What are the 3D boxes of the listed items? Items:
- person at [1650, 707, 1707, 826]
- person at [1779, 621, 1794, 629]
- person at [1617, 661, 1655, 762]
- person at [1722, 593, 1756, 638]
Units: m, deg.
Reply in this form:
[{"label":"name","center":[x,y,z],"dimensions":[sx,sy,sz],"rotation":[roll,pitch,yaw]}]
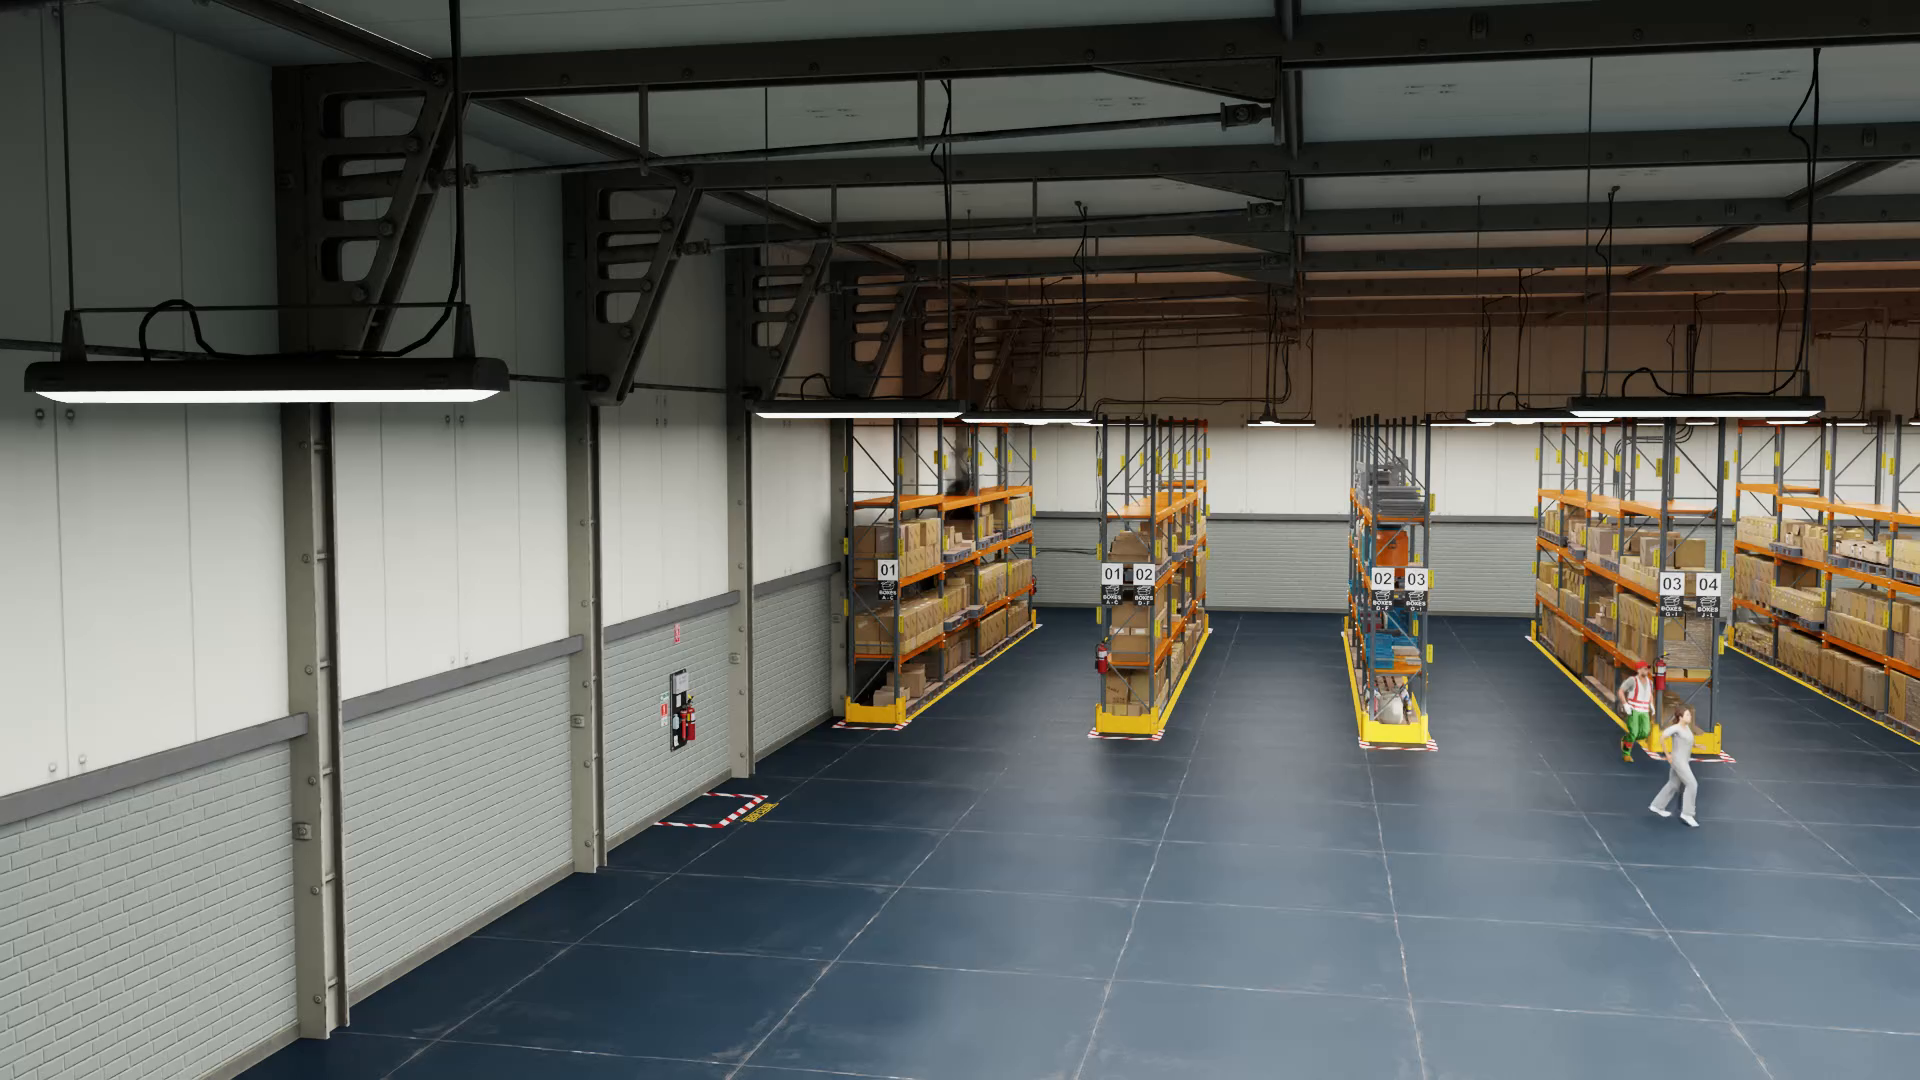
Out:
[{"label":"person","center":[10.467,3.281,24.244],"dimensions":[0.764,1.724,0.553],"rotation":[3,5,37]},{"label":"person","center":[22.118,1.960,44.561],"dimensions":[0.637,1.596,0.536],"rotation":[-2,4,-30]},{"label":"person","center":[11.729,2.951,28.802],"dimensions":[0.705,1.722,0.533],"rotation":[-1,4,-13]},{"label":"person","center":[21.163,1.851,45.038],"dimensions":[1.098,1.816,0.626],"rotation":[0,4,5]}]
